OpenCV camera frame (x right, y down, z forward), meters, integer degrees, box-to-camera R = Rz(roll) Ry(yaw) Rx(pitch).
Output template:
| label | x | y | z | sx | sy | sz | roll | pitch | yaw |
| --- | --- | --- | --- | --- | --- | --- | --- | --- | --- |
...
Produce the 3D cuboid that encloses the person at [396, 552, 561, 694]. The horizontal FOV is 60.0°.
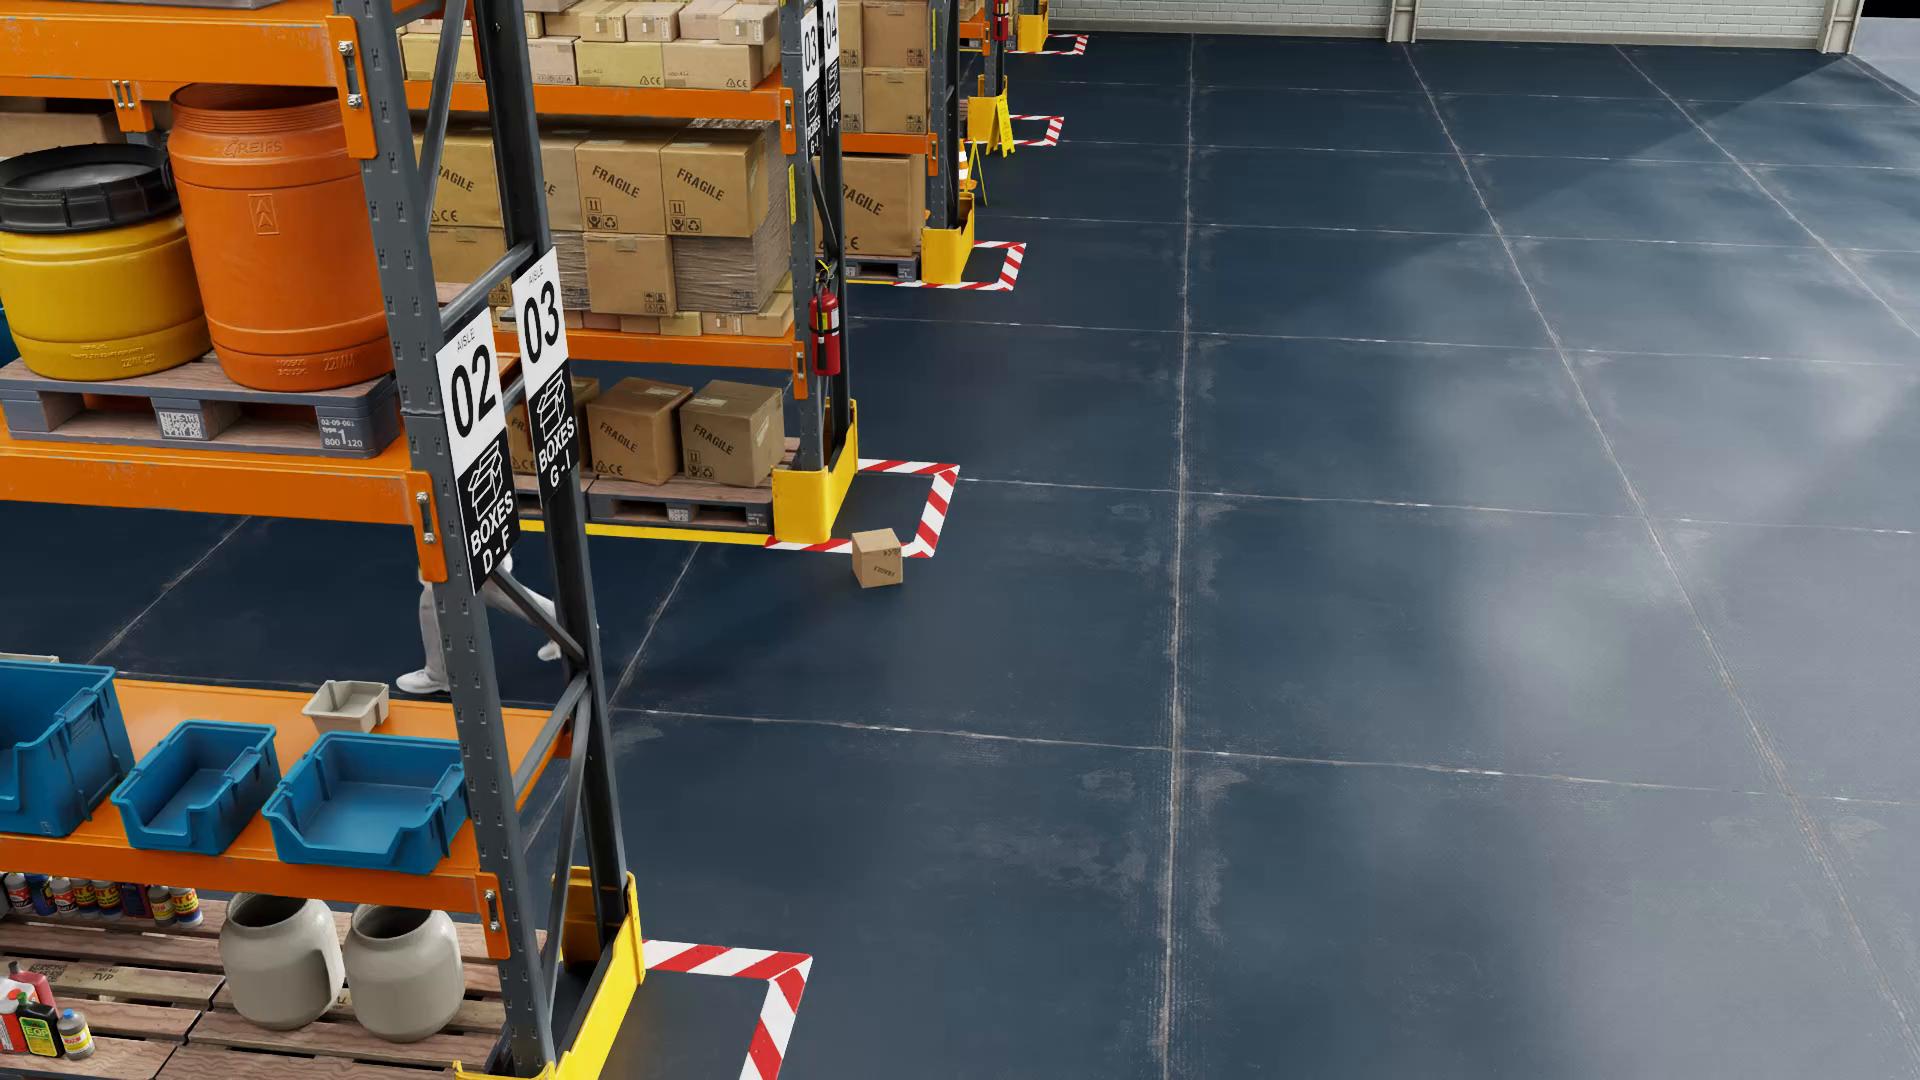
| label | x | y | z | sx | sy | sz | roll | pitch | yaw |
| --- | --- | --- | --- | --- | --- | --- | --- | --- | --- |
| person | -2.512 | -0.014 | 8.646 | 1.034 | 1.737 | 0.567 | -3 | 28 | -5 |
